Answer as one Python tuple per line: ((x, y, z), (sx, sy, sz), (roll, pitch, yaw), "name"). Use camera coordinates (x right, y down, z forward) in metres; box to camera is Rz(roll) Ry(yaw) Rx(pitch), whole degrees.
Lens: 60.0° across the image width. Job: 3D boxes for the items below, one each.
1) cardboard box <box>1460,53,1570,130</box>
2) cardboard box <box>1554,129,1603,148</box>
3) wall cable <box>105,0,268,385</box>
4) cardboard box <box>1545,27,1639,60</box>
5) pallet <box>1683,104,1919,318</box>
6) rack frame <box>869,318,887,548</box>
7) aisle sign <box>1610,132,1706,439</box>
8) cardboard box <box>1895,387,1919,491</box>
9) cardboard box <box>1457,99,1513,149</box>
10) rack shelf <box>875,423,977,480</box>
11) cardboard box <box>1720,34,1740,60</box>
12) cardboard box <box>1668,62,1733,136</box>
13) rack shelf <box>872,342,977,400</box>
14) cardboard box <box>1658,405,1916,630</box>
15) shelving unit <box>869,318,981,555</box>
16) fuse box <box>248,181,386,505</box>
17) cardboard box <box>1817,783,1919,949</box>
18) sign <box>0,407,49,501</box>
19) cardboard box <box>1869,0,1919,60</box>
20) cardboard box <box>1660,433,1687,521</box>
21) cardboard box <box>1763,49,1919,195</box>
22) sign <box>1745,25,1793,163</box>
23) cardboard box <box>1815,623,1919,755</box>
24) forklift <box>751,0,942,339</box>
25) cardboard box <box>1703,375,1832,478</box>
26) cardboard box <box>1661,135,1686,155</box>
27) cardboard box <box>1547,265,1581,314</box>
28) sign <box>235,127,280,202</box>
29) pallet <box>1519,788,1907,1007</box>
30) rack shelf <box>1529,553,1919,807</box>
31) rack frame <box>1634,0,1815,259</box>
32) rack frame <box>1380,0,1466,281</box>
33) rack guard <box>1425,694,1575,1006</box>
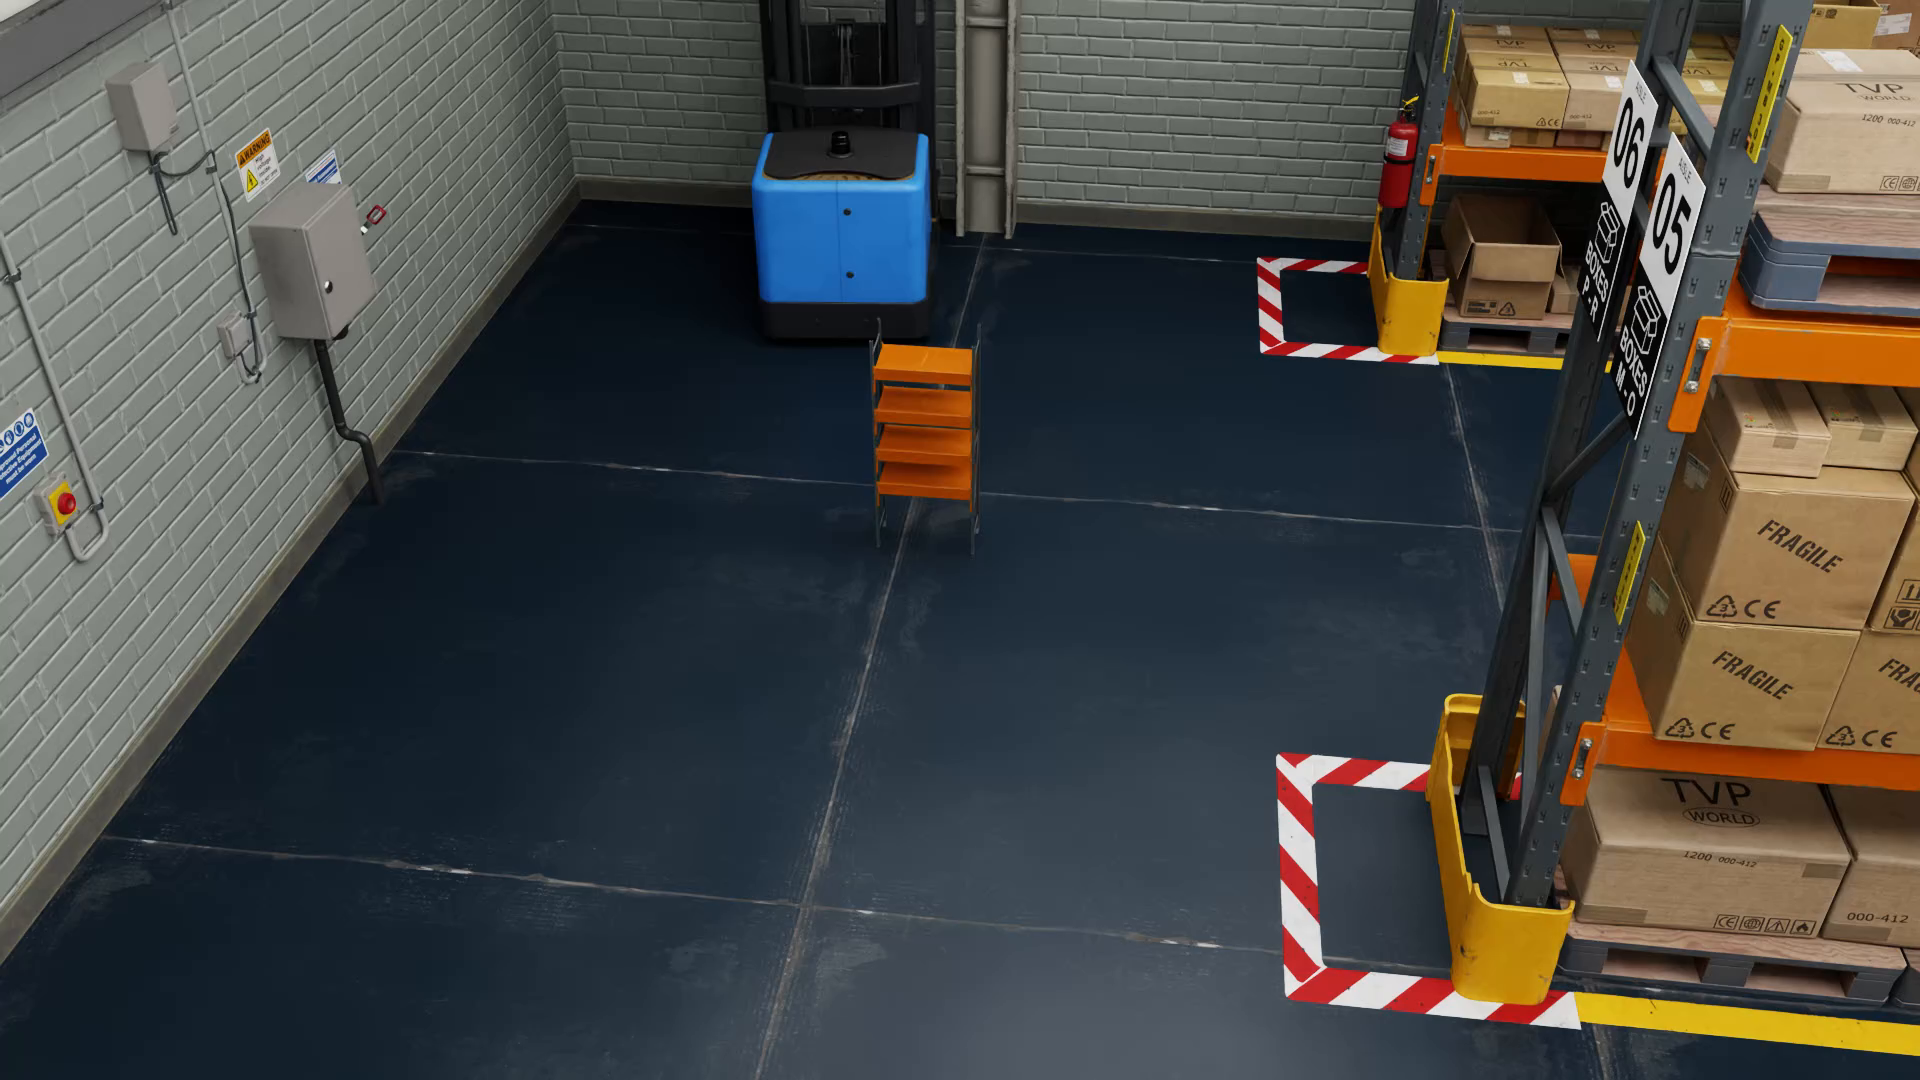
((3.159, -2.564, 9.491), (0.500, 0.250, 0.500), (4, 36, 6), "cardboard box")
((3.558, -2.417, 9.627), (0.250, 0.149, 0.380), (4, 36, 5), "cardboard box")
((-3.312, -1.468, 7.207), (0.122, 1.984, 0.588), (4, 36, 6), "wall cable")
((3.745, -2.833, 9.868), (0.500, 0.250, 0.500), (4, 36, 6), "cardboard box")
((2.852, -0.969, 4.876), (1.213, 0.211, 1.003), (4, 36, 6), "pallet")
((-0.406, -0.519, 8.301), (0.015, 1.200, 0.240), (4, 36, 6), "rack frame")
((2.006, -0.729, 4.809), (0.004, 0.787, 0.394), (4, 36, 6), "aisle sign")
((2.944, -0.295, 4.933), (0.250, 0.149, 0.380), (5, 36, 7), "cardboard box")
((3.034, -2.408, 9.616), (0.250, 0.149, 0.380), (4, 36, 6), "cardboard box")
((-0.164, -0.446, 8.315), (0.480, 0.148, 0.258), (4, 36, 6), "rack shelf")
((4.754, -2.755, 9.758), (0.500, 0.250, 0.500), (4, 36, 6), "cardboard box")
((4.162, -2.491, 9.389), (0.500, 0.250, 0.500), (4, 36, 5), "cardboard box")
((-0.164, -0.820, 8.047), (0.480, 0.148, 0.258), (4, 36, 6), "rack shelf")
((2.555, -0.081, 5.191), (0.500, 0.500, 0.500), (4, 36, 5), "cardboard box")
((-0.164, -0.501, 8.276), (0.503, 1.200, 0.258), (4, 36, 6), "shelving unit")
((-3.069, -0.912, 8.411), (0.414, 1.711, 0.539), (4, 36, 6), "fuse box")
((3.691, 1.093, 6.337), (0.875, 0.438, 0.875), (5, 36, 7), "cardboard box")
((-3.548, -0.323, 6.245), (0.001, 0.218, 0.327), (4, 36, 6), "sign")
((5.267, -3.026, 9.492), (0.500, 0.500, 0.500), (3, 36, 5), "cardboard box")
((2.623, -0.382, 5.613), (0.500, 0.500, 0.500), (5, 36, 8), "cardboard box")
((2.573, -1.223, 4.838), (0.500, 0.250, 0.500), (1, 36, 2), "cardboard box")
((2.038, -1.122, 4.195), (0.005, 0.325, 0.100), (4, 36, 6), "sign")
((3.060, 0.349, 5.450), (0.500, 0.500, 0.500), (4, 36, 5), "cardboard box")
((-0.693, -3.253, 10.643), (1.130, 2.935, 3.031), (1, 36, 1), "forklift")
((2.432, -0.359, 5.022), (0.250, 0.149, 0.380), (5, 36, 7), "cardboard box")
((4.065, -2.346, 9.529), (0.250, 0.149, 0.380), (5, 36, 7), "cardboard box")
((3.754, -1.550, 10.289), (0.250, 0.149, 0.380), (3, 36, 4), "cardboard box")
((-3.281, -1.756, 7.774), (0.001, 0.242, 0.339), (4, 36, 6), "sign")
((2.918, 1.316, 6.581), (1.213, 0.211, 1.003), (4, 36, 6), "pallet")
((4.098, 0.608, 5.792), (4.000, 0.370, 1.077), (4, 36, 6), "rack shelf")
((2.115, -2.275, 4.048), (0.127, 3.000, 1.000), (4, 36, 6), "rack frame")
((2.743, -2.693, 9.798), (0.127, 3.000, 1.000), (4, 36, 6), "rack frame")
((2.091, 1.183, 6.519), (0.348, 0.500, 1.175), (4, 36, 6), "rack guard")
